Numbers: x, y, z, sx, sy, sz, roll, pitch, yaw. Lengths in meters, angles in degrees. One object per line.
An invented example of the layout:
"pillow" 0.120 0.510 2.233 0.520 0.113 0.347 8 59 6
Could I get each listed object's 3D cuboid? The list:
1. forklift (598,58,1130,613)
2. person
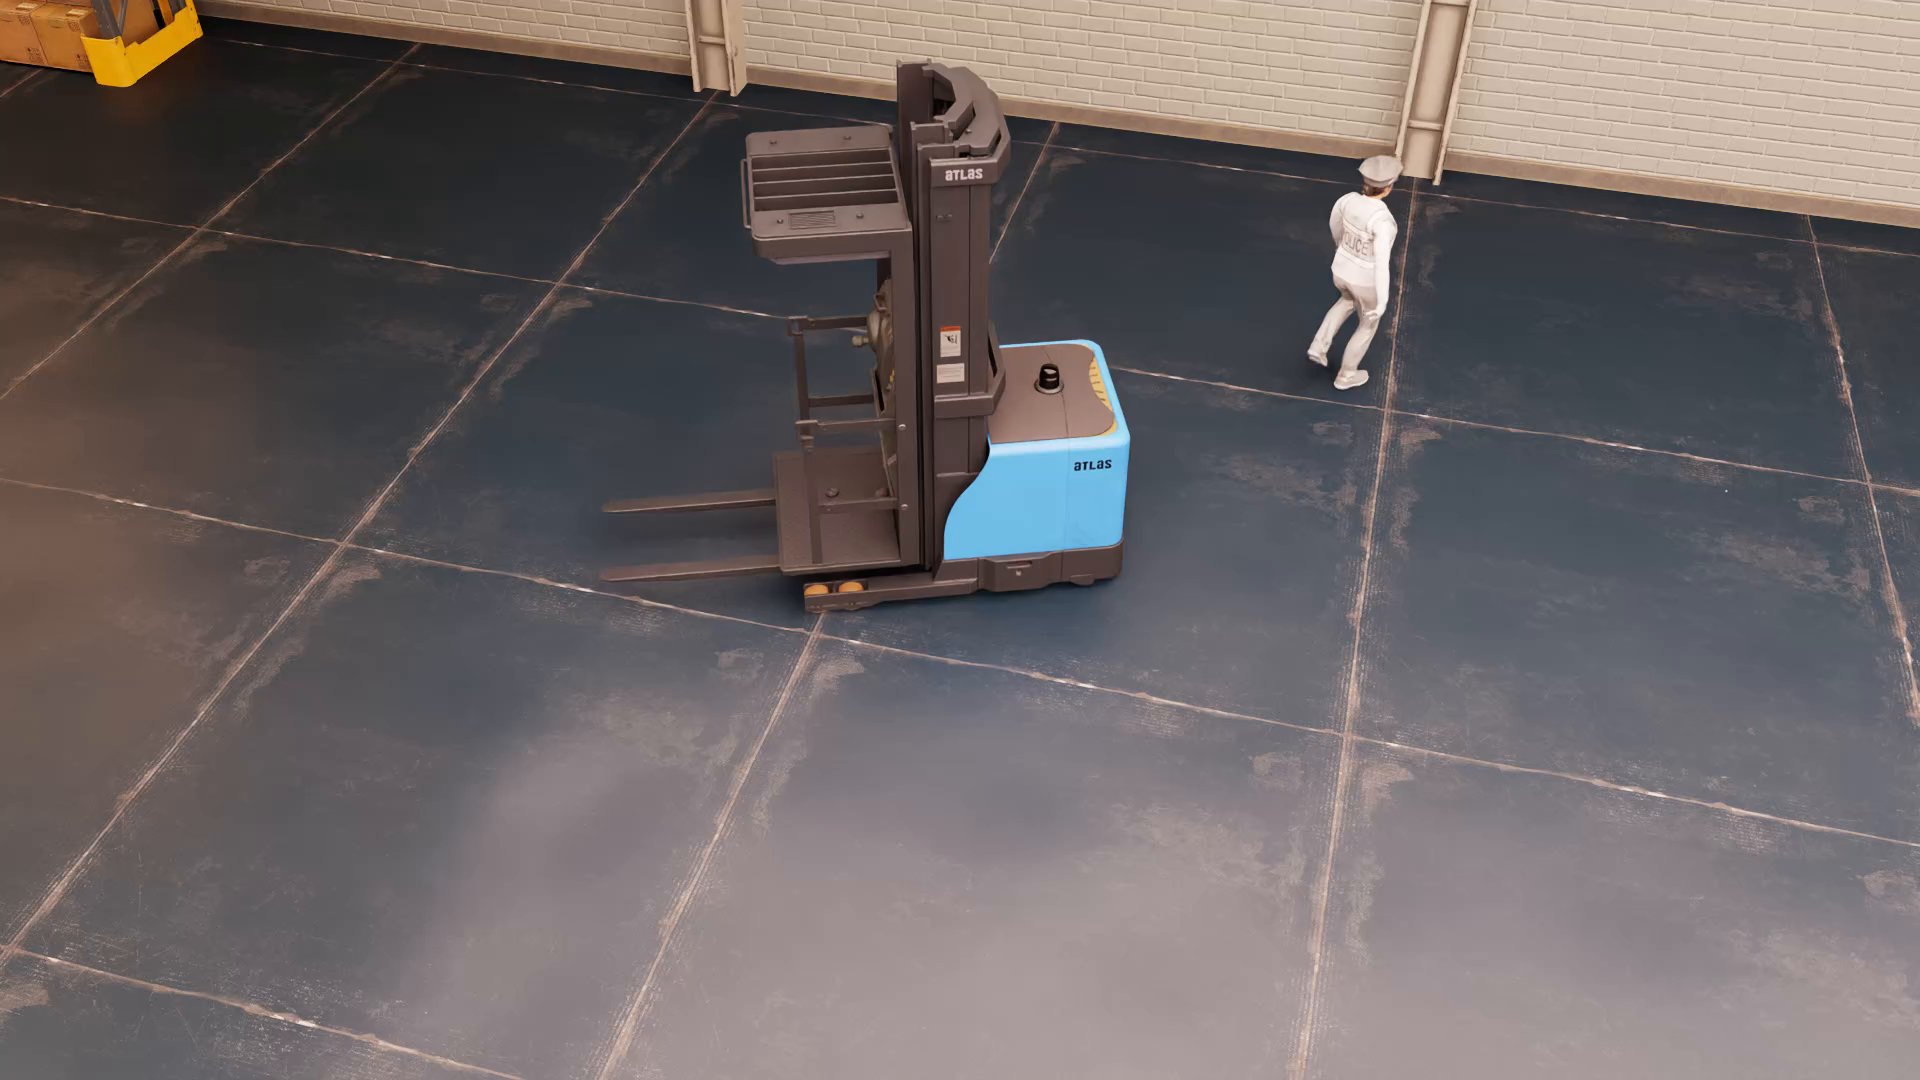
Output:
"forklift" -0.604 -1.052 9.062 3.031 2.935 1.130 -5 41 -5
"person" 2.594 -1.713 10.793 0.449 1.650 0.654 -24 47 -25
